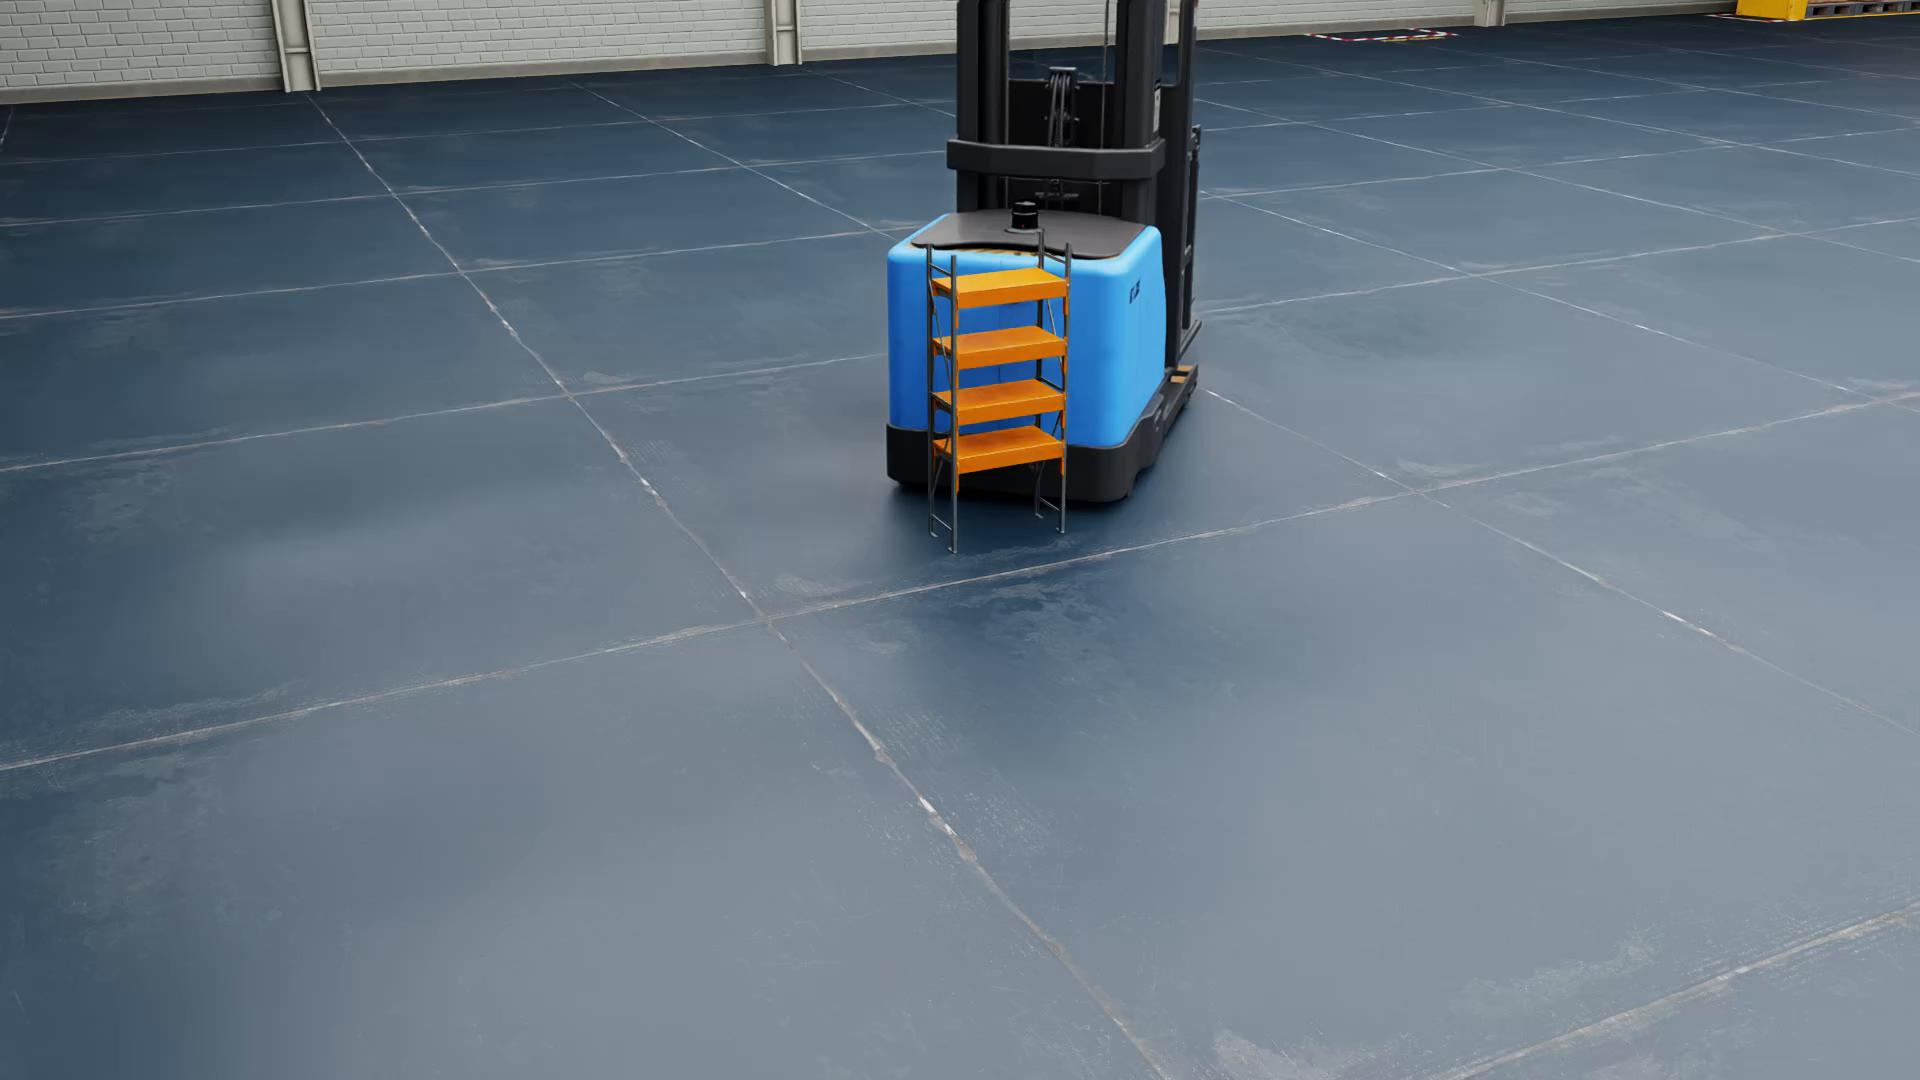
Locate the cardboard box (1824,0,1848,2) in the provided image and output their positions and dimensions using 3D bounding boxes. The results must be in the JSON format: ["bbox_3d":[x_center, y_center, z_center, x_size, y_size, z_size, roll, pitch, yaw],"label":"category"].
[{"bbox_3d":[14.821,-9.379,28.426,0.500,0.311,0.500,-8,24,-19],"label":"cardboard box"}]

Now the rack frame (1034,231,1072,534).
[{"bbox_3d":[0.369,-0.622,6.684,0.015,1.200,0.240,-10,25,-24],"label":"rack frame"}]

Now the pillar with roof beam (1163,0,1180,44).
[{"bbox_3d":[4.955,-9.952,19.026,0.400,9.000,9.100,-10,25,-24],"label":"pillar with roof beam"}]

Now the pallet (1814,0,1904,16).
[{"bbox_3d":[15.558,-9.287,28.910,1.213,0.211,1.003,-10,25,-24],"label":"pallet"}]

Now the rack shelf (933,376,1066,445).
[{"bbox_3d":[0.149,-0.519,6.612,0.480,0.148,0.258,-10,25,-24],"label":"rack shelf"}]

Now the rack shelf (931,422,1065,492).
[{"bbox_3d":[0.149,-0.336,6.688,0.480,0.148,0.258,-10,25,-24],"label":"rack shelf"}]

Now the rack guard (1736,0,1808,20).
[{"bbox_3d":[13.713,-9.097,28.074,0.348,0.500,1.175,-10,25,-24],"label":"rack guard"}]

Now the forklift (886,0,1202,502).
[{"bbox_3d":[0.591,-2.047,7.863,1.130,2.935,3.031,6,23,15],"label":"forklift"}]

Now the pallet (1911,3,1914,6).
[{"bbox_3d":[17.950,-9.744,30.015,1.213,0.211,1.003,-10,25,-24],"label":"pallet"}]

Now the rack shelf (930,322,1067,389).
[{"bbox_3d":[0.149,-0.726,6.527,0.480,0.148,0.258,-10,25,-24],"label":"rack shelf"}]

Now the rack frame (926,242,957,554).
[{"bbox_3d":[-0.071,-0.541,6.489,0.015,1.200,0.240,-10,25,-24],"label":"rack frame"}]

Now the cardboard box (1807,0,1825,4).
[{"bbox_3d":[14.307,-9.284,28.198,0.500,0.311,0.500,-14,26,-30],"label":"cardboard box"}]

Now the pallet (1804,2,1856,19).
[{"bbox_3d":[14.461,-9.086,28.425,1.213,0.211,1.003,-10,25,-24],"label":"pallet"}]

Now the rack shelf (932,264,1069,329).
[{"bbox_3d":[0.149,-0.945,6.436,0.480,0.148,0.258,-10,25,-24],"label":"rack shelf"}]

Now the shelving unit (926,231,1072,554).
[{"bbox_3d":[0.149,-0.582,6.586,0.503,1.200,0.258,-10,25,-24],"label":"shelving unit"}]

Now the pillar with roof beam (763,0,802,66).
[{"bbox_3d":[-0.452,-8.956,16.621,0.400,9.000,9.100,-10,25,-24],"label":"pillar with roof beam"}]

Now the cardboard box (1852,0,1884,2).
[{"bbox_3d":[15.504,-9.571,28.642,0.500,0.500,0.700,-12,25,-27],"label":"cardboard box"}]

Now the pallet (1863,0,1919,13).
[{"bbox_3d":[16.659,-9.491,29.403,1.213,0.211,1.003,-10,25,-24],"label":"pallet"}]

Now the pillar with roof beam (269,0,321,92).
[{"bbox_3d":[-5.858,-7.961,14.217,0.400,9.000,9.100,-10,25,-24],"label":"pillar with roof beam"}]

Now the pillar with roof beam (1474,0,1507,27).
[{"bbox_3d":[10.361,-10.947,21.430,0.400,9.000,9.100,-10,25,-24],"label":"pillar with roof beam"}]
